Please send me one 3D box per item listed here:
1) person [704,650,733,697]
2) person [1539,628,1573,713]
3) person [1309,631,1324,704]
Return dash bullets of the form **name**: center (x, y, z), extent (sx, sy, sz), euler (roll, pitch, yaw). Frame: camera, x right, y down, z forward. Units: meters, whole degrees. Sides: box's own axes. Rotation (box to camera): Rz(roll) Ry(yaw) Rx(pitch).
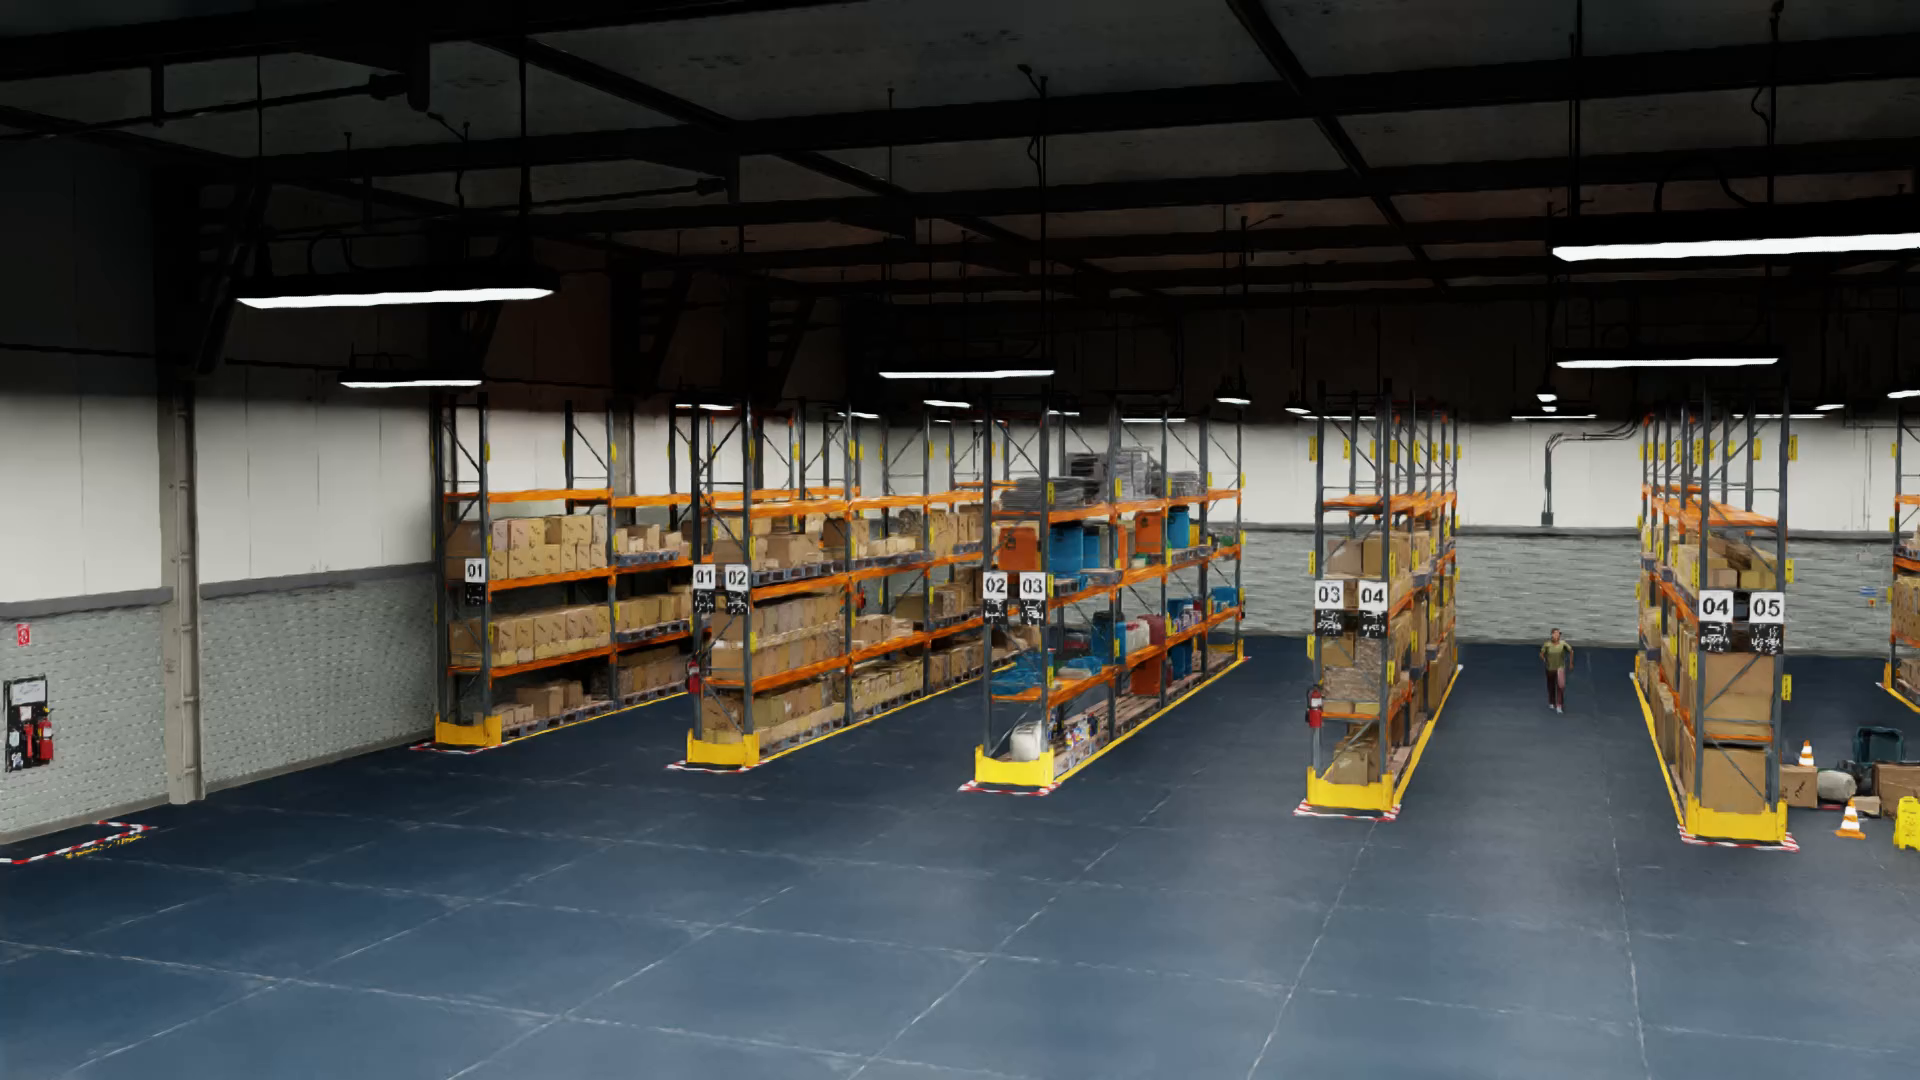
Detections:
- **person**: center (-4.328, 2.576, 30.076), extent (0.680, 1.665, 0.549), euler (1, 3, 17)
- **person**: center (11.512, 2.488, 32.144), extent (0.600, 1.595, 0.820), euler (1, 3, 25)
- **person**: center (7.133, 2.357, 33.023), extent (0.593, 1.759, 0.504), euler (-2, 4, -37)
